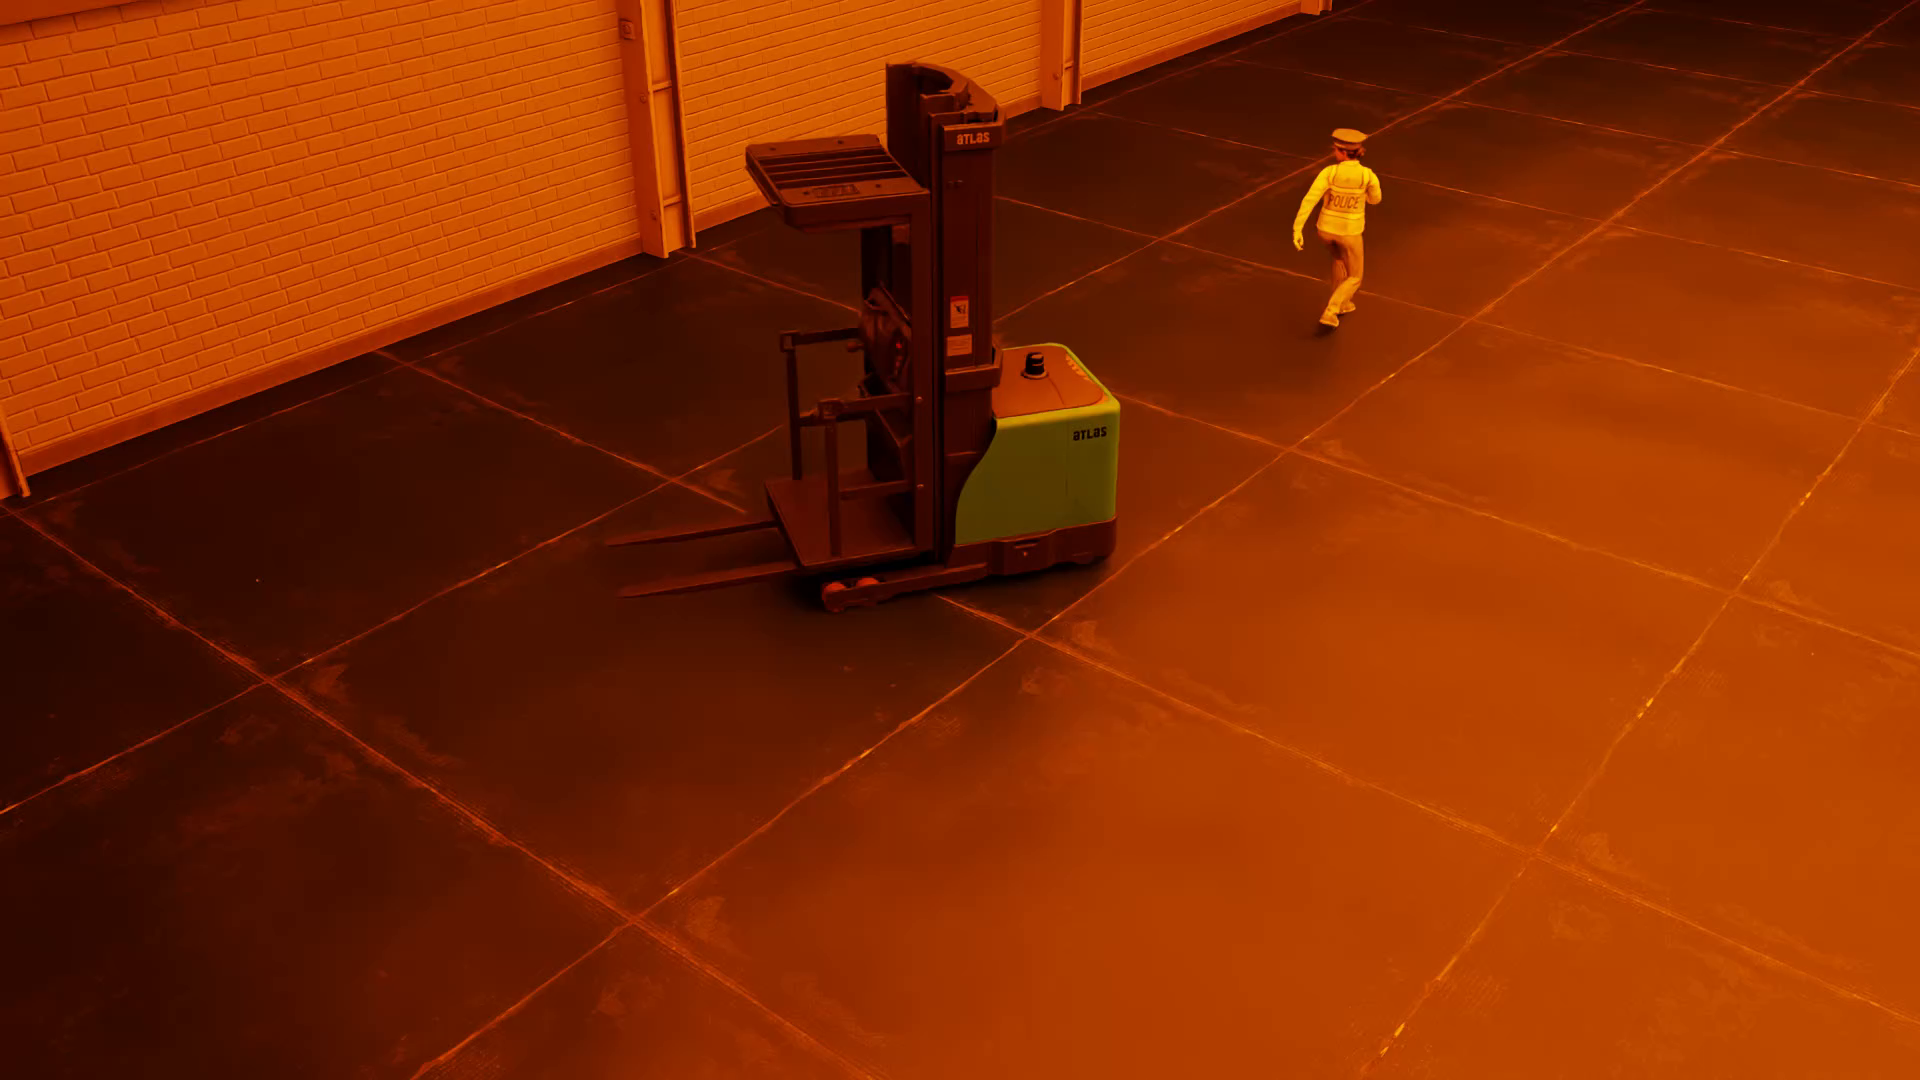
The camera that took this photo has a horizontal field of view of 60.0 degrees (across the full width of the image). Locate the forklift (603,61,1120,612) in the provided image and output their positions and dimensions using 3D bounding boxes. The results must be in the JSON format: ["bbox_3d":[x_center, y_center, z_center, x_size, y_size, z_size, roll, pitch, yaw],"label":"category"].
[{"bbox_3d":[-0.615,-1.142,9.550,3.031,2.935,1.130,-9,32,-15],"label":"forklift"}]

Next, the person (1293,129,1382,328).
[{"bbox_3d":[3.003,-2.464,13.178,0.530,1.581,0.815,17,34,27],"label":"person"}]
